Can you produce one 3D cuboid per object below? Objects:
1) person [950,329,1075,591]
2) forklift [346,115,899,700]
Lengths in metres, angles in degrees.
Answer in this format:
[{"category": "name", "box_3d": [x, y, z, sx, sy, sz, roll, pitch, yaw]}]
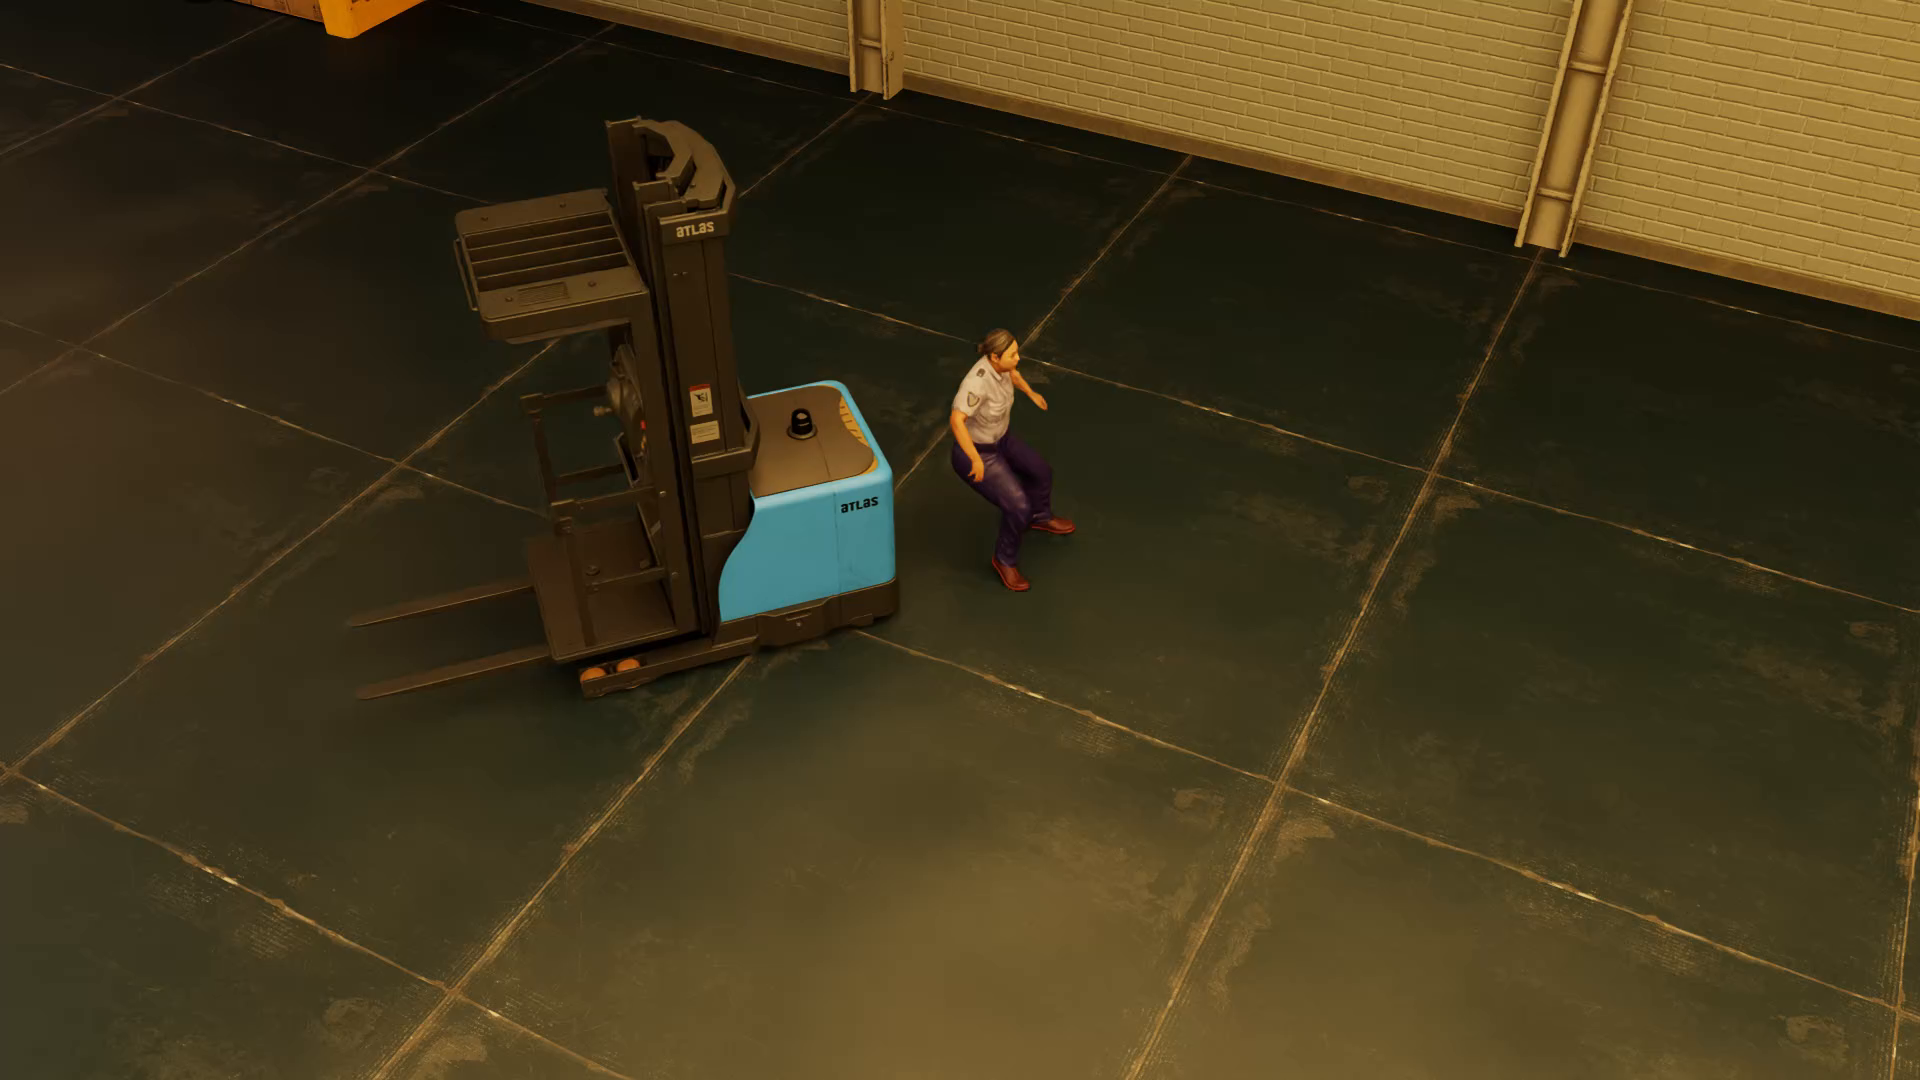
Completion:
[{"category": "person", "box_3d": [0.309, -0.546, 9.739, 0.631, 1.541, 0.906, 16, 43, 18]}, {"category": "forklift", "box_3d": [-1.927, -0.635, 8.740, 3.031, 2.935, 1.130, -13, 42, -15]}]
